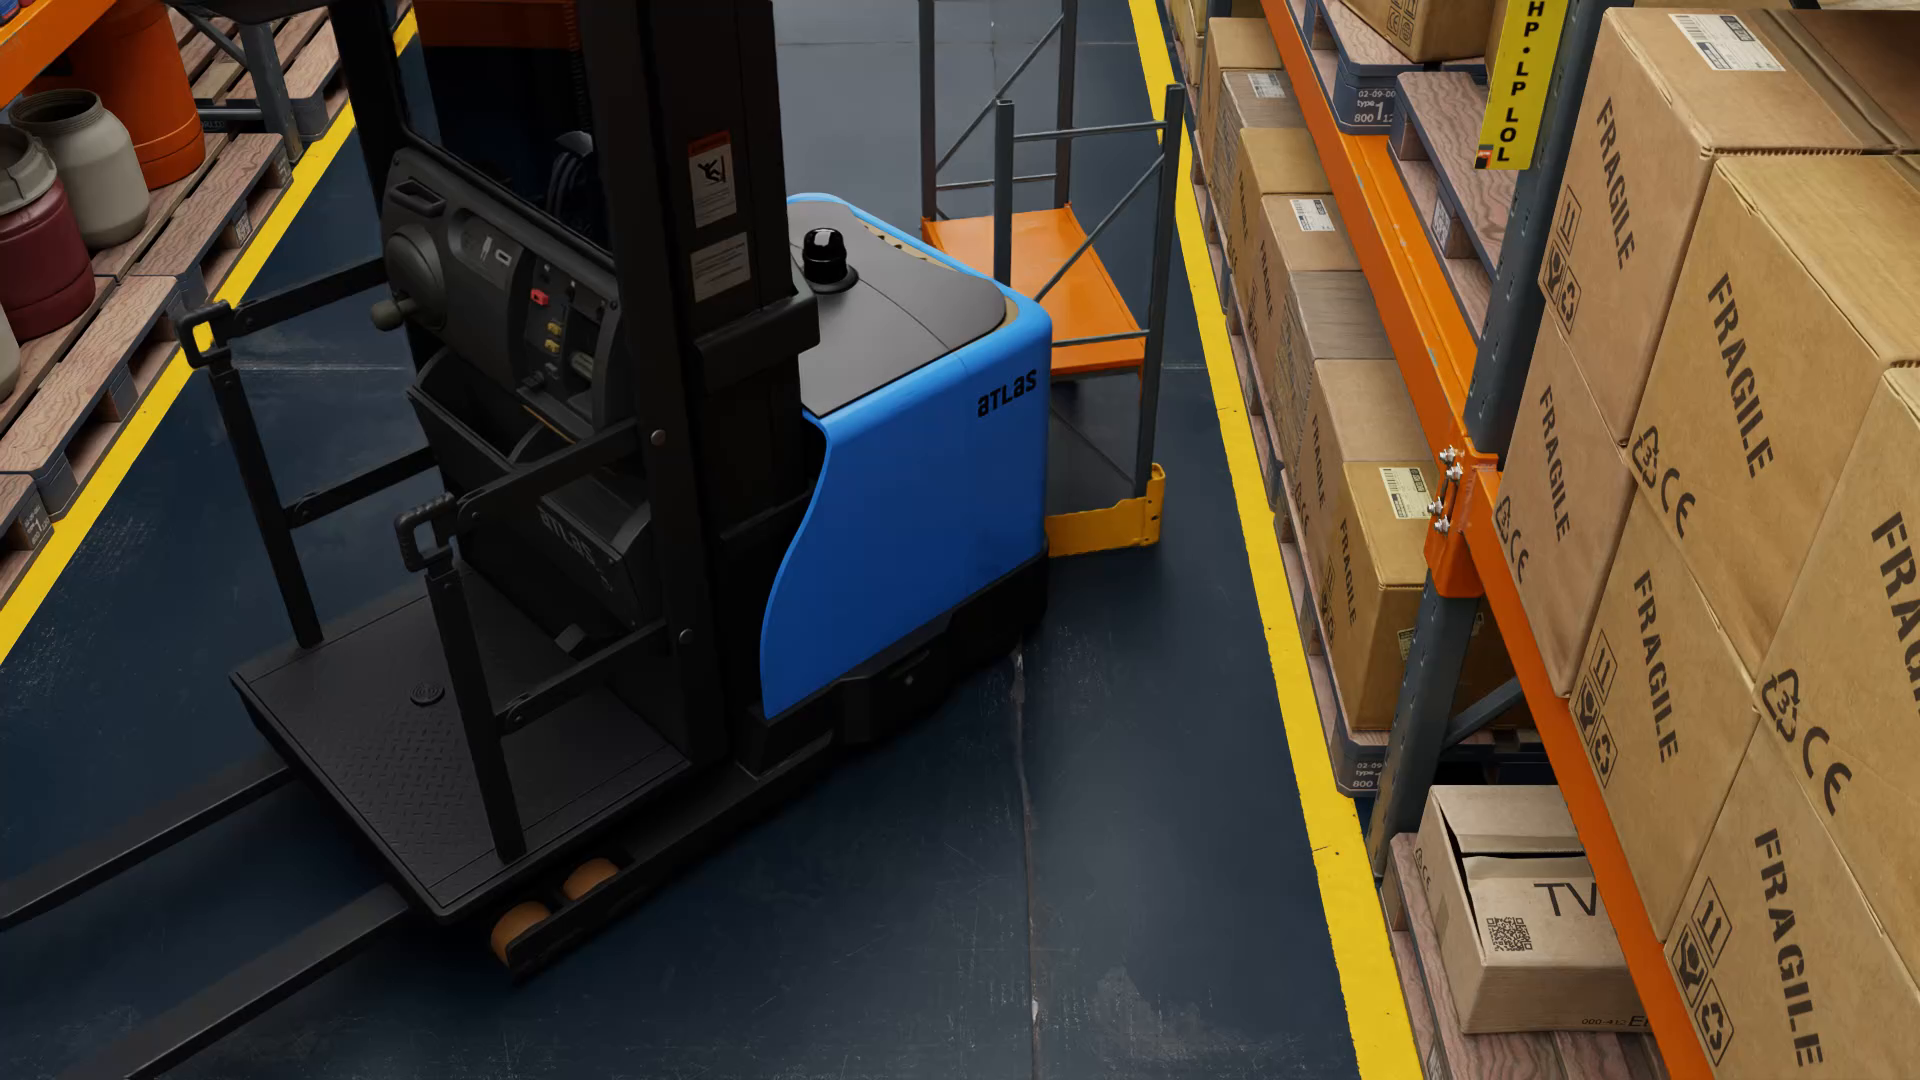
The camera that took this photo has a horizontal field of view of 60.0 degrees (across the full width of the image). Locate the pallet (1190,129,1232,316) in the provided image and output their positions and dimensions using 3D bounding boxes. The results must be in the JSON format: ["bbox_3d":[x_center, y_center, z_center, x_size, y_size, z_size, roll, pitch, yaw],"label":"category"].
[{"bbox_3d":[1.499,-1.300,6.703,1.003,0.211,1.213,0,39,0],"label":"pallet"}]

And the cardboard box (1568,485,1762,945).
[{"bbox_3d":[1.273,0.246,2.464,0.500,0.500,0.500,1,39,1],"label":"cardboard box"}]

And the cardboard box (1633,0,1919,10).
[{"bbox_3d":[1.764,-0.853,3.500,0.700,0.500,0.500,-13,40,-15],"label":"cardboard box"}]

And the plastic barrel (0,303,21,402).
[{"bbox_3d":[-3.308,-0.682,5.356,0.421,0.512,0.421,0,39,0],"label":"plastic barrel"}]

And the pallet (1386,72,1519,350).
[{"bbox_3d":[1.649,-0.779,3.976,1.003,0.211,1.213,0,39,0],"label":"pallet"}]

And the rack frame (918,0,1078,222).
[{"bbox_3d":[0.120,-1.186,5.530,0.500,1.500,0.032,-8,39,-10],"label":"rack frame"}]

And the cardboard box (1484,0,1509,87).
[{"bbox_3d":[1.700,-1.283,4.037,0.700,0.500,0.500,6,39,7],"label":"cardboard box"}]

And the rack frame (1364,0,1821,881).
[{"bbox_3d":[1.541,-0.354,3.293,1.000,3.000,0.127,0,39,0],"label":"rack frame"}]

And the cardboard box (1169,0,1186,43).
[{"bbox_3d":[1.287,-2.597,7.955,0.500,0.250,0.500,0,39,-1],"label":"cardboard box"}]

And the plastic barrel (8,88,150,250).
[{"bbox_3d":[-3.310,-1.388,6.237,0.421,0.512,0.421,0,39,0],"label":"plastic barrel"}]

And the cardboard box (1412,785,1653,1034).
[{"bbox_3d":[1.325,0.786,3.668,0.500,0.311,0.500,0,39,0],"label":"cardboard box"}]

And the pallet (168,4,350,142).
[{"bbox_3d":[-3.379,-2.250,7.889,1.003,0.211,1.213,0,39,0],"label":"pallet"}]

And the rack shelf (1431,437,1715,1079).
[{"bbox_3d":[1.543,1.178,1.957,1.077,0.370,4.000,0,39,0],"label":"rack shelf"}]

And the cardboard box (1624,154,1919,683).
[{"bbox_3d":[1.261,-0.165,2.178,0.500,0.500,0.500,-1,39,-1],"label":"cardboard box"}]

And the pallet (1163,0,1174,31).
[{"bbox_3d":[1.576,-3.043,8.878,1.003,0.211,1.213,0,39,0],"label":"pallet"}]

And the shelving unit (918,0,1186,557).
[{"bbox_3d":[0.231,-0.870,5.136,0.587,1.500,1.083,-8,39,-10],"label":"shelving unit"}]

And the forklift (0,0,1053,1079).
[{"bbox_3d":[-1.163,-0.485,3.512,3.031,2.935,1.130,-30,48,-32],"label":"forklift"}]

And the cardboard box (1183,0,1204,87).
[{"bbox_3d":[1.292,-2.275,7.553,0.500,0.250,0.500,1,39,1],"label":"cardboard box"}]

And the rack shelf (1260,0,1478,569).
[{"bbox_3d":[1.538,-1.324,5.078,1.077,0.370,4.000,0,39,0],"label":"rack shelf"}]

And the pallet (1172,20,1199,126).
[{"bbox_3d":[1.574,-2.282,7.929,1.003,0.211,1.213,0,39,0],"label":"pallet"}]

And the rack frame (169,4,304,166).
[{"bbox_3d":[-3.417,-2.854,6.413,1.000,3.000,0.127,0,39,0],"label":"rack frame"}]

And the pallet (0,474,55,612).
[{"bbox_3d":[-3.372,0.253,4.765,1.003,0.211,1.213,0,39,0],"label":"pallet"}]

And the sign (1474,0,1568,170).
[{"bbox_3d":[0.986,-0.803,2.927,0.100,0.325,0.005,0,39,0],"label":"sign"}]

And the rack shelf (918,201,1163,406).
[{"bbox_3d":[0.229,-0.735,5.255,0.538,0.185,1.000,-8,39,-10],"label":"rack shelf"}]

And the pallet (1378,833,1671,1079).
[{"bbox_3d":[1.541,1.164,3.629,1.003,0.211,1.213,0,39,0],"label":"pallet"}]

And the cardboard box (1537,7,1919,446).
[{"bbox_3d":[1.260,-0.488,2.581,0.500,0.500,0.500,1,39,1],"label":"cardboard box"}]

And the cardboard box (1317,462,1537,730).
[{"bbox_3d":[1.254,0.142,4.322,0.500,0.500,0.500,0,39,0],"label":"cardboard box"}]

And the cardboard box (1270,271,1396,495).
[{"bbox_3d":[1.261,-0.481,5.099,0.500,0.500,0.500,0,39,1],"label":"cardboard box"}]

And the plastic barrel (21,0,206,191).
[{"bbox_3d":[-3.400,-1.865,6.578,0.600,0.830,0.708,0,39,0],"label":"plastic barrel"}]

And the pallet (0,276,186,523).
[{"bbox_3d":[-3.376,-0.512,5.720,1.003,0.211,1.213,0,39,0],"label":"pallet"}]

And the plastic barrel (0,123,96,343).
[{"bbox_3d":[-3.398,-1.065,5.772,0.600,0.588,0.708,0,39,0],"label":"plastic barrel"}]

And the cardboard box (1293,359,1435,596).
[{"bbox_3d":[1.261,-0.167,4.707,0.500,0.500,0.500,0,39,0],"label":"cardboard box"}]

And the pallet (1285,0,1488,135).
[{"bbox_3d":[1.543,-1.564,4.957,1.003,0.211,1.213,0,39,0],"label":"pallet"}]

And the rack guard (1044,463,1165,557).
[{"bbox_3d":[0.338,-0.078,5.147,0.587,0.250,0.087,-8,39,-10],"label":"rack guard"}]

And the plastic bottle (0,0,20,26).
[{"bbox_3d":[-3.030,-1.768,5.097,0.144,0.351,0.185,0,39,0],"label":"plastic bottle"}]

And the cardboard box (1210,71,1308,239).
[{"bbox_3d":[1.257,-1.439,6.294,0.500,0.500,0.500,-1,39,-2],"label":"cardboard box"}]

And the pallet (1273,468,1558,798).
[{"bbox_3d":[1.502,0.226,4.799,1.003,0.211,1.213,0,39,0],"label":"pallet"}]

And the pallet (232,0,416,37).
[{"bbox_3d":[-3.378,-3.011,8.839,1.003,0.211,1.213,0,39,0],"label":"pallet"}]

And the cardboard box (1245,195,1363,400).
[{"bbox_3d":[1.258,-0.799,5.496,0.500,0.500,0.500,-1,39,-2],"label":"cardboard box"}]

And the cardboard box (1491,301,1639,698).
[{"bbox_3d":[1.269,-0.074,2.863,0.500,0.500,0.500,1,39,1],"label":"cardboard box"}]

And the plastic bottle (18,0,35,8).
[{"bbox_3d":[-2.989,-1.841,5.242,0.061,0.283,0.133,0,39,0],"label":"plastic bottle"}]

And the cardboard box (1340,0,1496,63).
[{"bbox_3d":[1.477,-1.661,4.509,0.700,0.500,0.500,-9,40,-11],"label":"cardboard box"}]

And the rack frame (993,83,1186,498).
[{"bbox_3d":[0.338,-0.565,4.756,0.500,1.500,0.032,-8,39,-10],"label":"rack frame"}]

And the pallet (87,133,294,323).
[{"bbox_3d":[-3.375,-1.273,6.669,1.003,0.211,1.213,0,39,0],"label":"pallet"}]

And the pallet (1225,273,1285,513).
[{"bbox_3d":[1.498,-0.539,5.754,1.003,0.211,1.213,0,39,0],"label":"pallet"}]

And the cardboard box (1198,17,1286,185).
[{"bbox_3d":[1.251,-1.767,6.703,0.500,0.500,0.500,2,39,2],"label":"cardboard box"}]

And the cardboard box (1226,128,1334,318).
[{"bbox_3d":[1.253,-1.125,5.903,0.500,0.500,0.500,-1,39,-1],"label":"cardboard box"}]

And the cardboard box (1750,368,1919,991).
[{"bbox_3d":[1.261,0.156,1.777,0.500,0.500,0.500,-1,39,-1],"label":"cardboard box"}]

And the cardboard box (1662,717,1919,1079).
[{"bbox_3d":[1.271,0.559,2.074,0.500,0.500,0.500,0,39,0],"label":"cardboard box"}]

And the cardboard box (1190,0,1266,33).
[{"bbox_3d":[1.289,-2.492,7.376,0.500,0.311,0.500,1,39,1],"label":"cardboard box"}]

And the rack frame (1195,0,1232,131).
[{"bbox_3d":[1.536,-2.855,6.414,1.000,3.000,0.127,0,39,0],"label":"rack frame"}]
